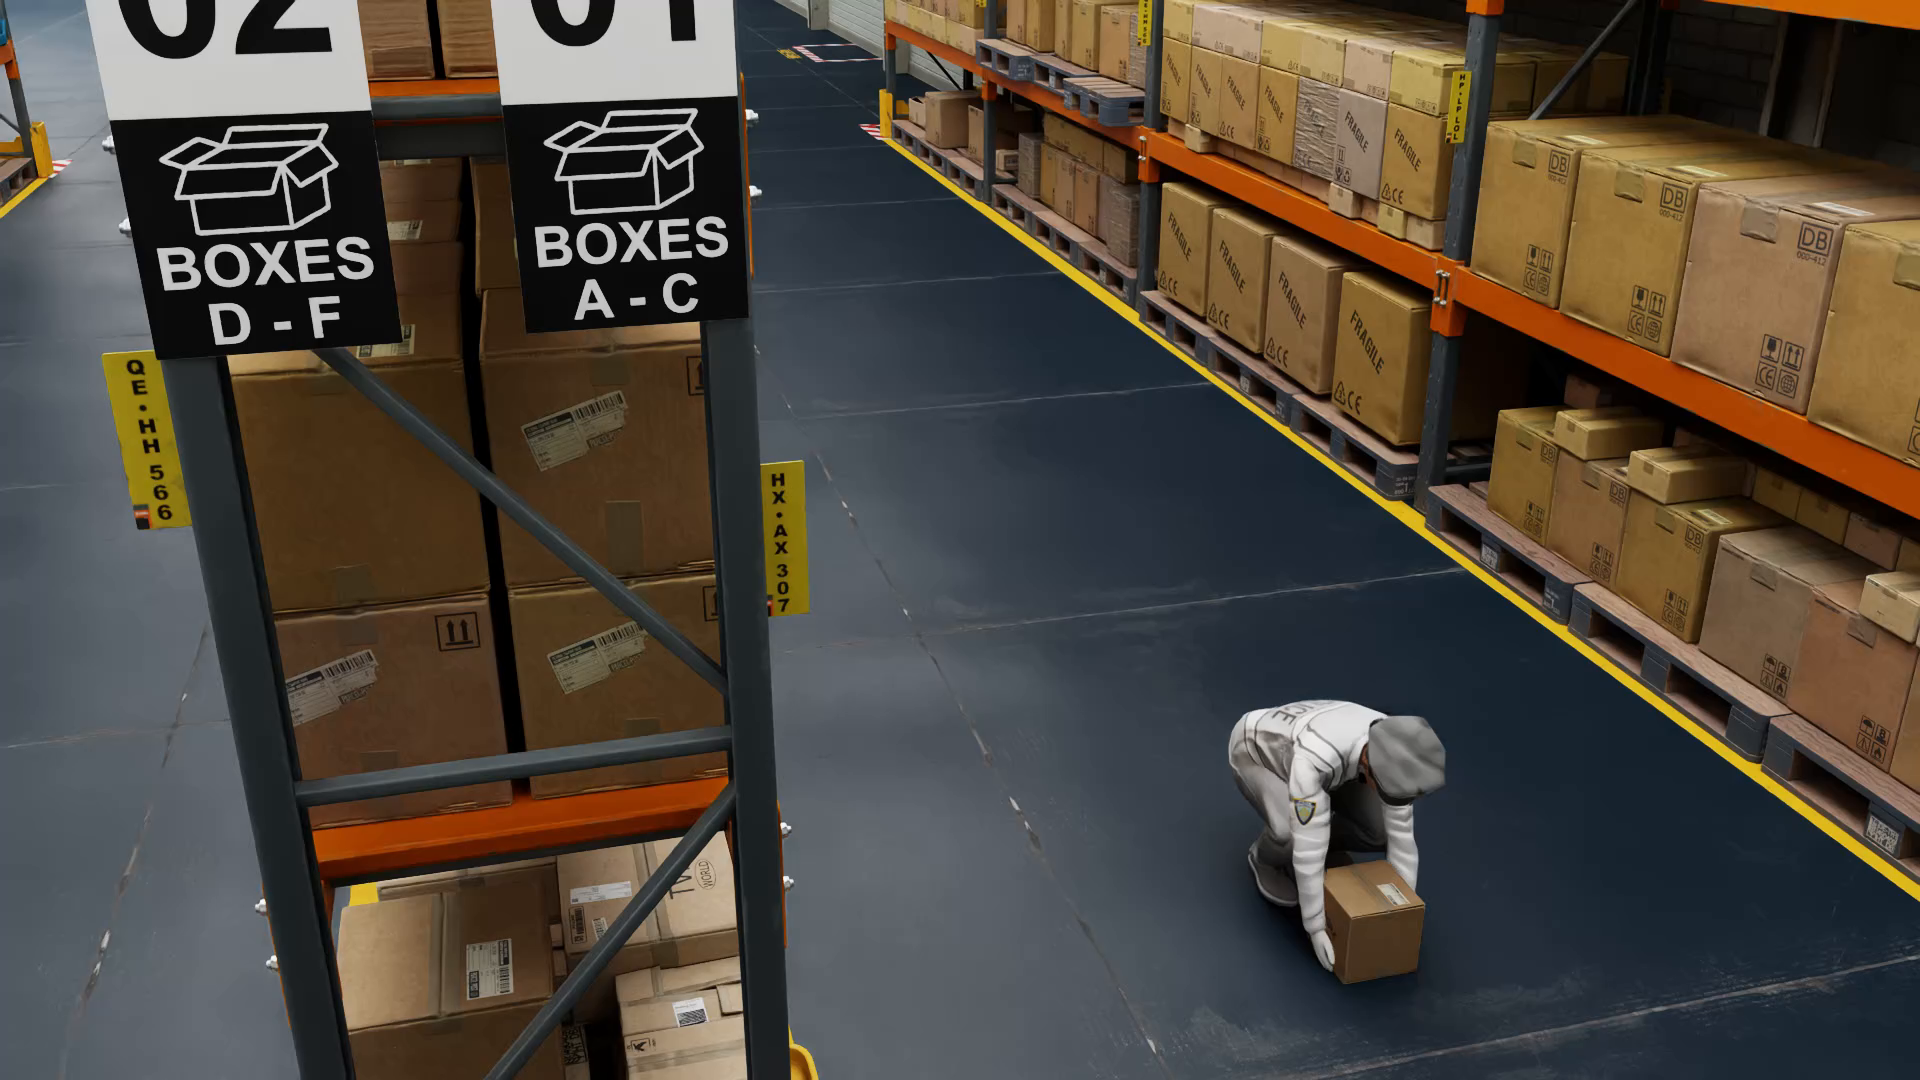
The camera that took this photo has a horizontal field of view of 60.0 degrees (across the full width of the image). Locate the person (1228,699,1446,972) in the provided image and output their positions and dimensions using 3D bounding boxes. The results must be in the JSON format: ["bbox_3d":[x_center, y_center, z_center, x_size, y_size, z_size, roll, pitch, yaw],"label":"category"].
[{"bbox_3d":[1.183,0.817,5.306,0.470,0.850,0.868,-6,24,-14],"label":"person"}]
